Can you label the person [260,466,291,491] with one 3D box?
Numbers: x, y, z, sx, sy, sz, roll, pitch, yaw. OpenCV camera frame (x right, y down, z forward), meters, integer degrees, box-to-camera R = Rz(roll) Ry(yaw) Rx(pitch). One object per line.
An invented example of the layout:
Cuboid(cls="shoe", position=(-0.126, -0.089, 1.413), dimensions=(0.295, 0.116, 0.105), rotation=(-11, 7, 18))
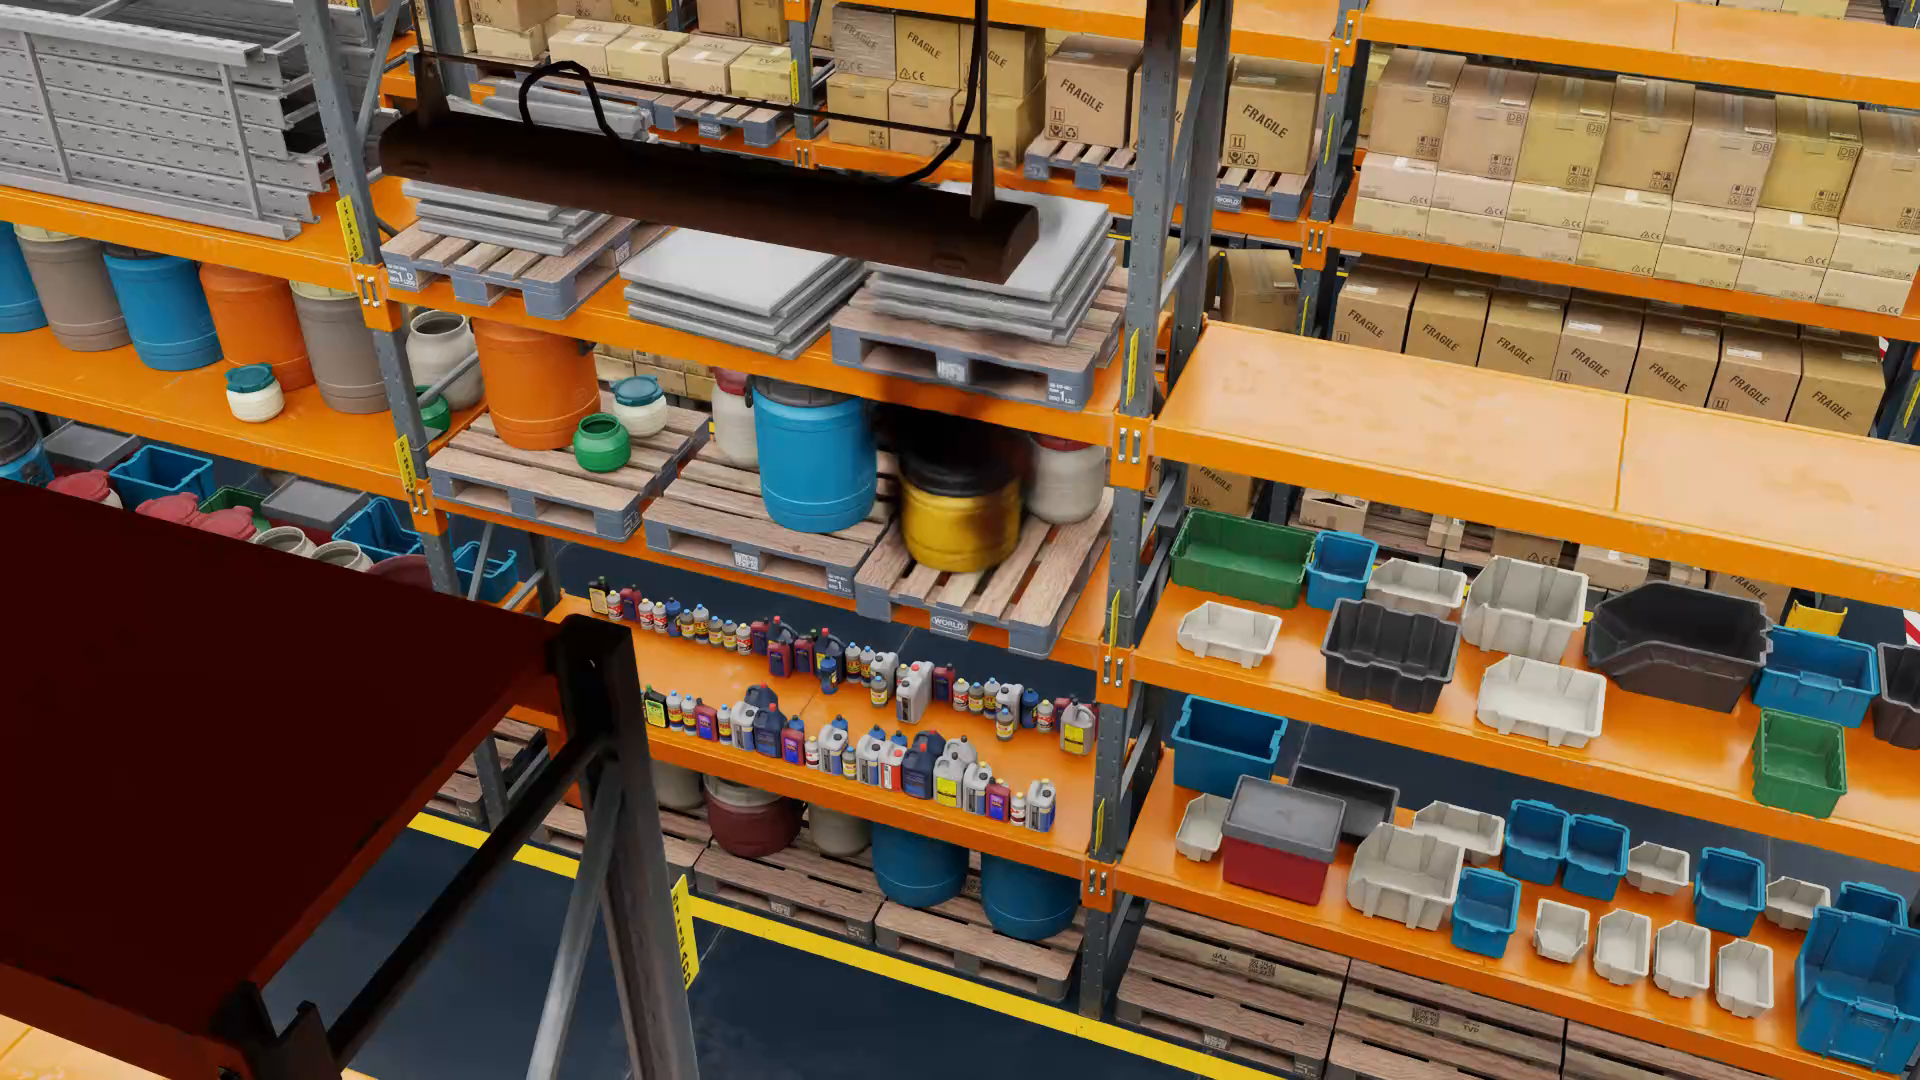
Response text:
Cuboid(cls="person", position=(-5.271, -0.804, 13.078), dimensions=(0.741, 1.795, 0.677), rotation=(12, 38, 16))
